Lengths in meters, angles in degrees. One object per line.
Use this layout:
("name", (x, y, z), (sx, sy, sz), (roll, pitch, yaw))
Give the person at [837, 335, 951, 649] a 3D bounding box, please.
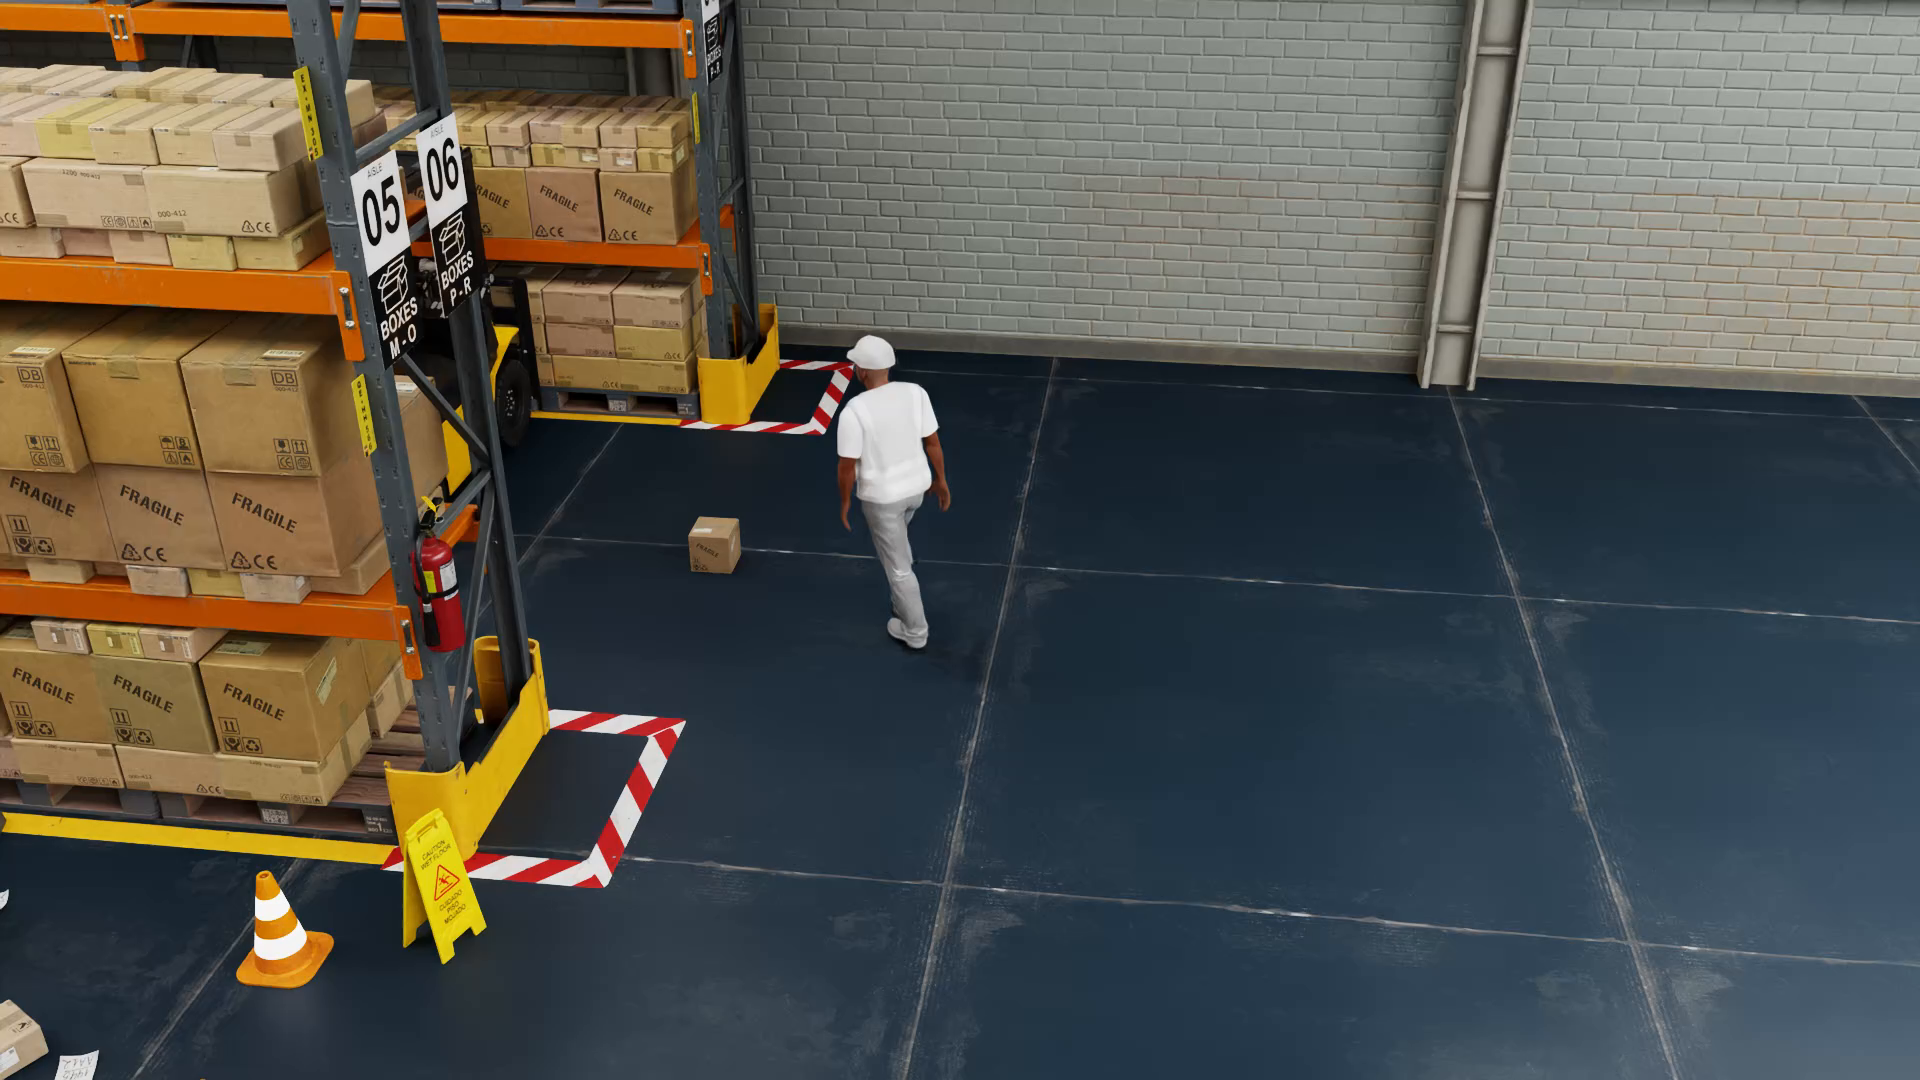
("person", (-0.368, -0.240, 9.054), (0.606, 1.783, 0.564), (-21, 35, -34))
